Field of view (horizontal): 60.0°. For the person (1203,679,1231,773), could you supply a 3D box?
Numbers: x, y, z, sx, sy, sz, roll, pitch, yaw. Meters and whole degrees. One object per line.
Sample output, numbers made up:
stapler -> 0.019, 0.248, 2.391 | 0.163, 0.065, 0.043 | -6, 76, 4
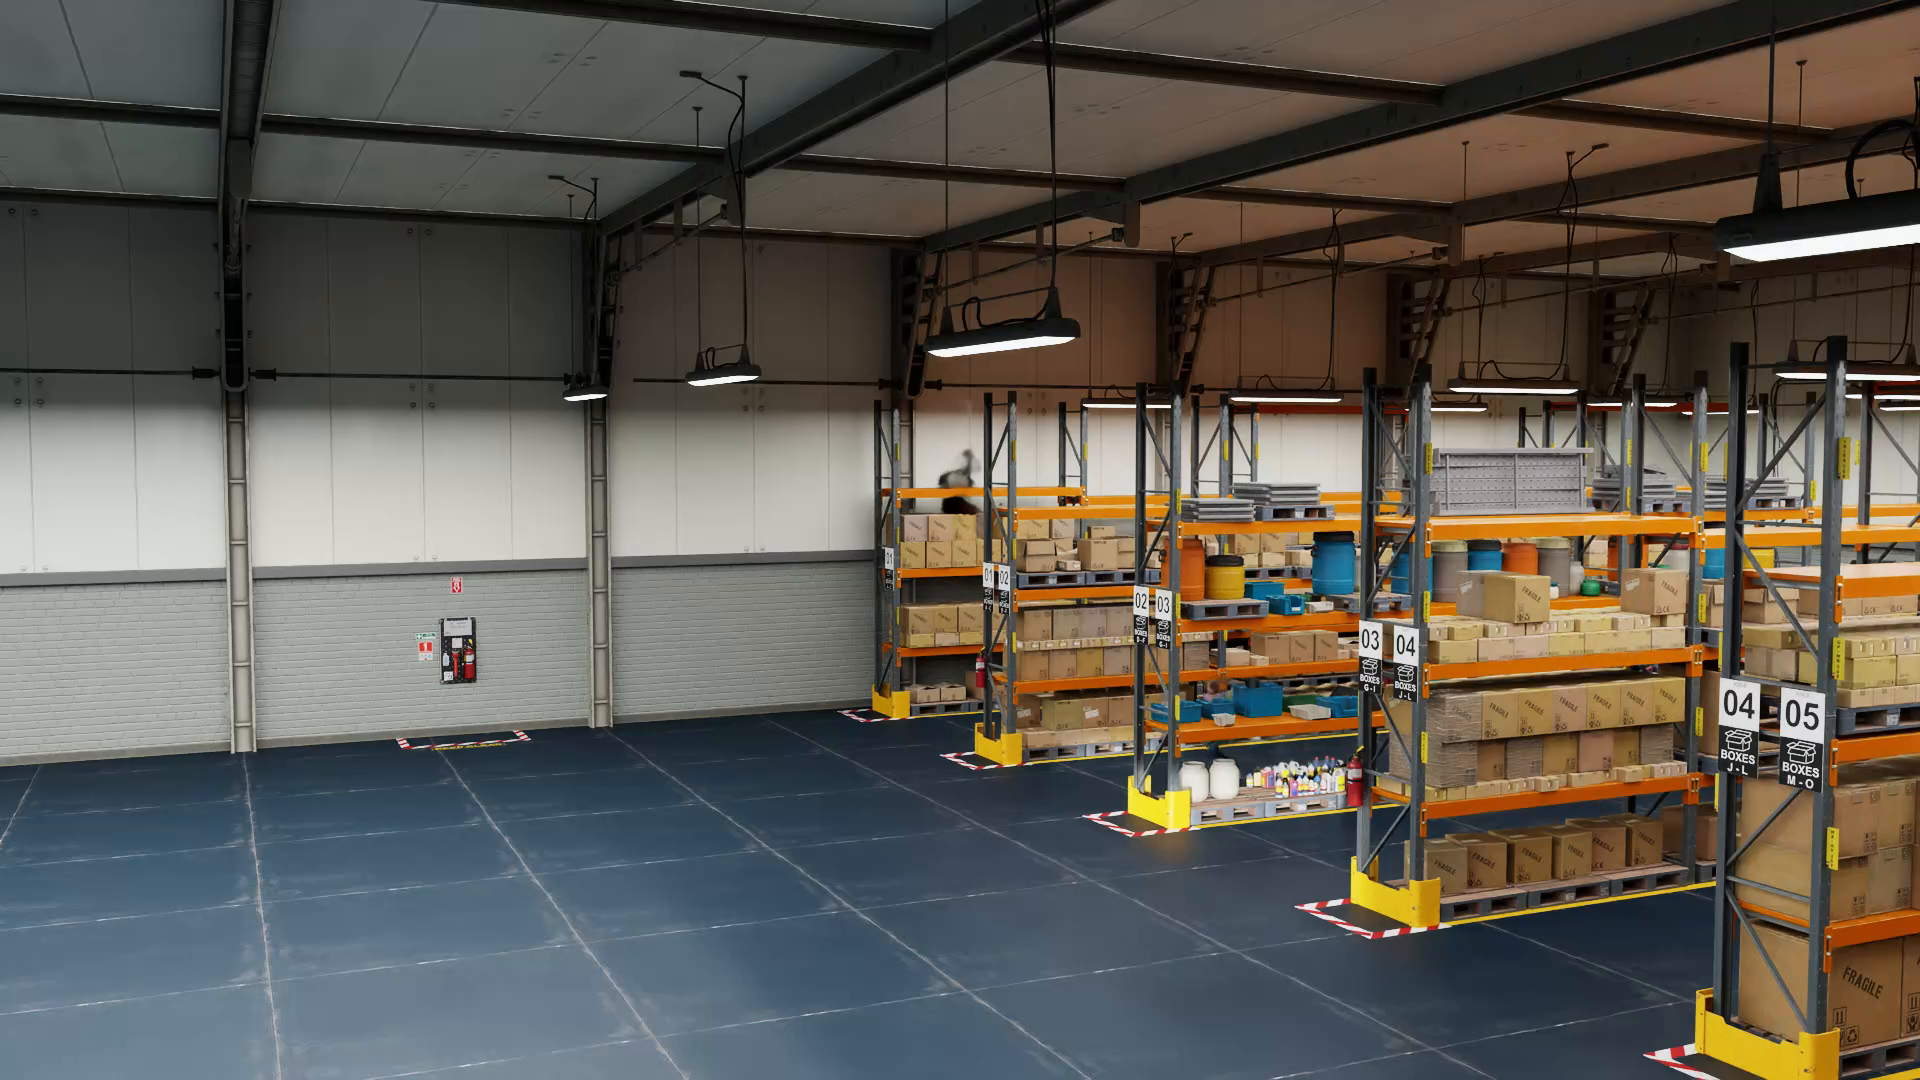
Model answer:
person -> 3.892, 2.898, 25.211 | 0.855, 1.605, 0.516 | -3, 4, -41
